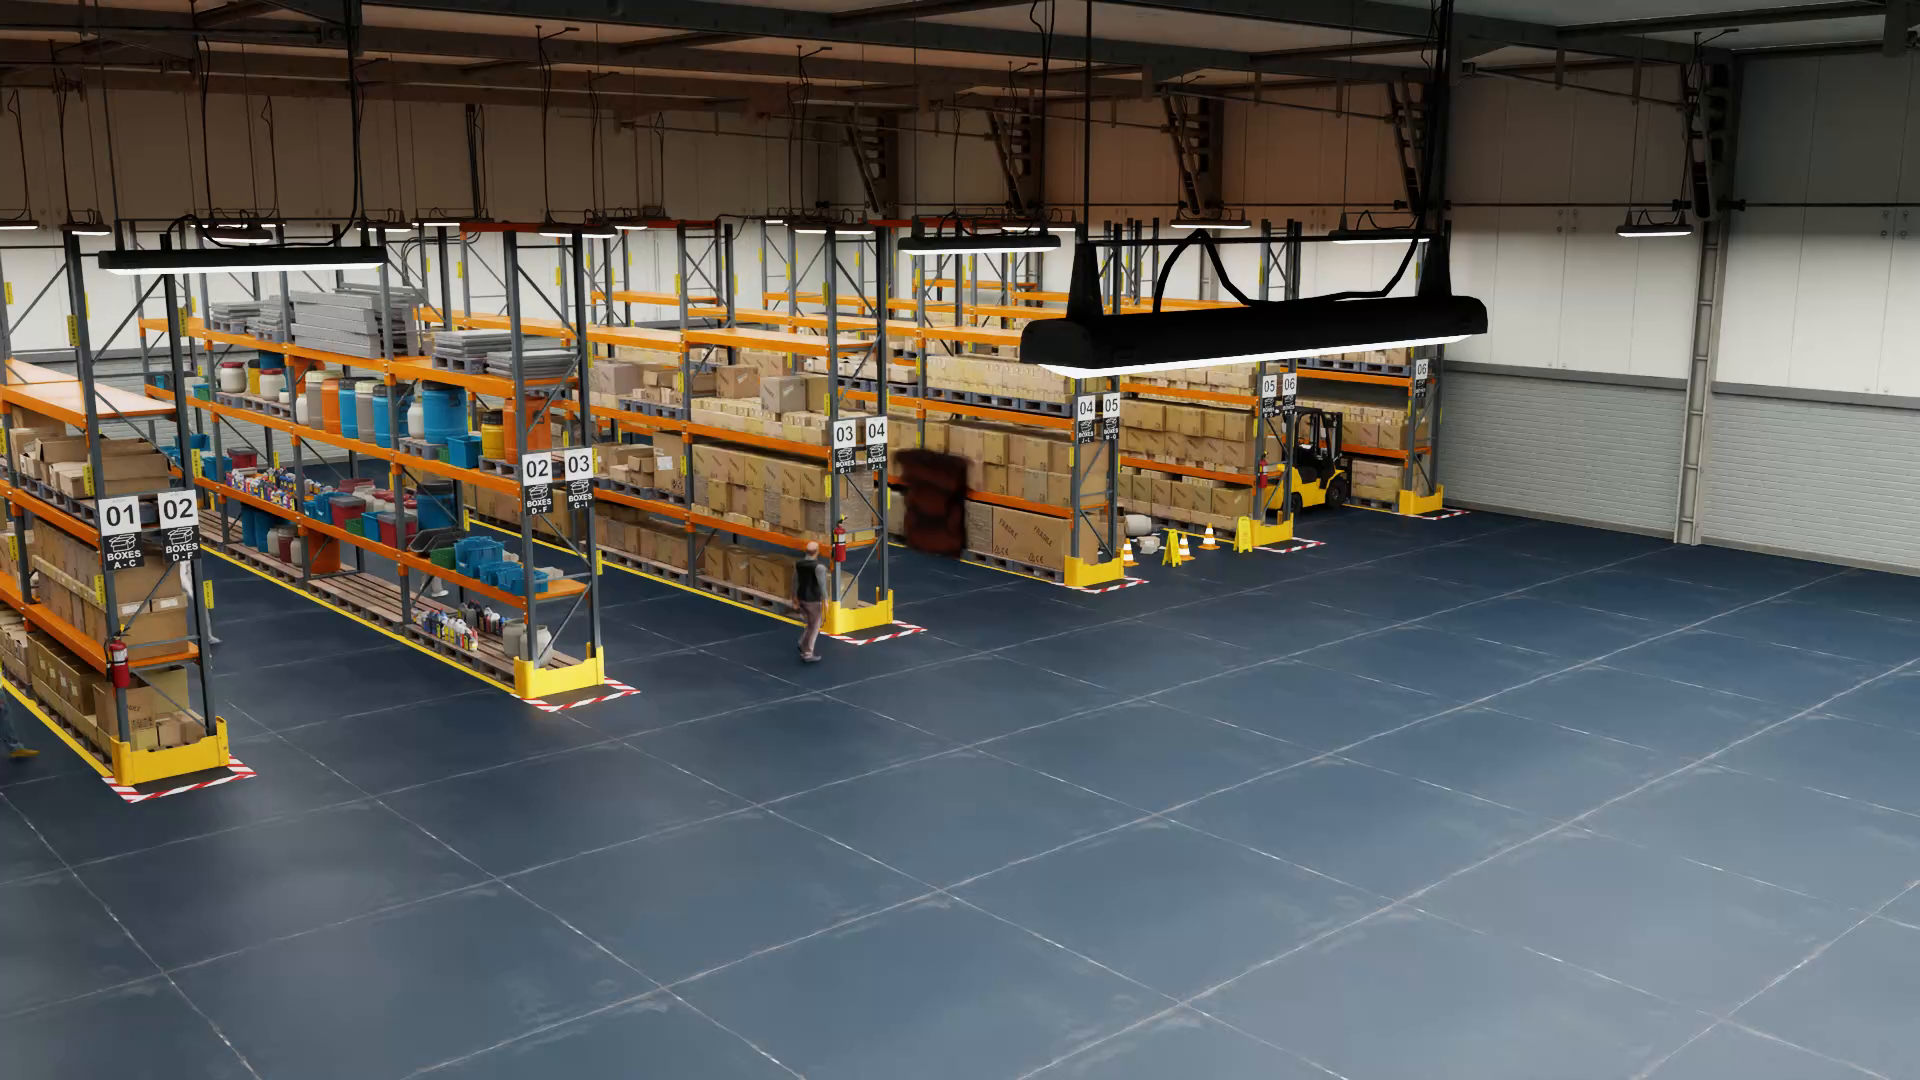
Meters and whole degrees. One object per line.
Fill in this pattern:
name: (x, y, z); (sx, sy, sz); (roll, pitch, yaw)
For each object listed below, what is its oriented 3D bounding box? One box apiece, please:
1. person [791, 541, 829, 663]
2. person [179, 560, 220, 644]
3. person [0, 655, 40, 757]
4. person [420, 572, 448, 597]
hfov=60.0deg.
person: (-2.049, 0.860, 23.197); (0.490, 1.719, 0.531); (-7, 14, -32)
person: (-11.234, 0.696, 24.277); (0.980, 1.624, 0.429); (10, 15, 40)
person: (-11.022, 1.716, 18.925); (0.634, 1.768, 0.704); (-2, 12, -10)
person: (-8.652, 0.082, 27.184); (0.514, 1.680, 0.403); (11, 16, 42)
